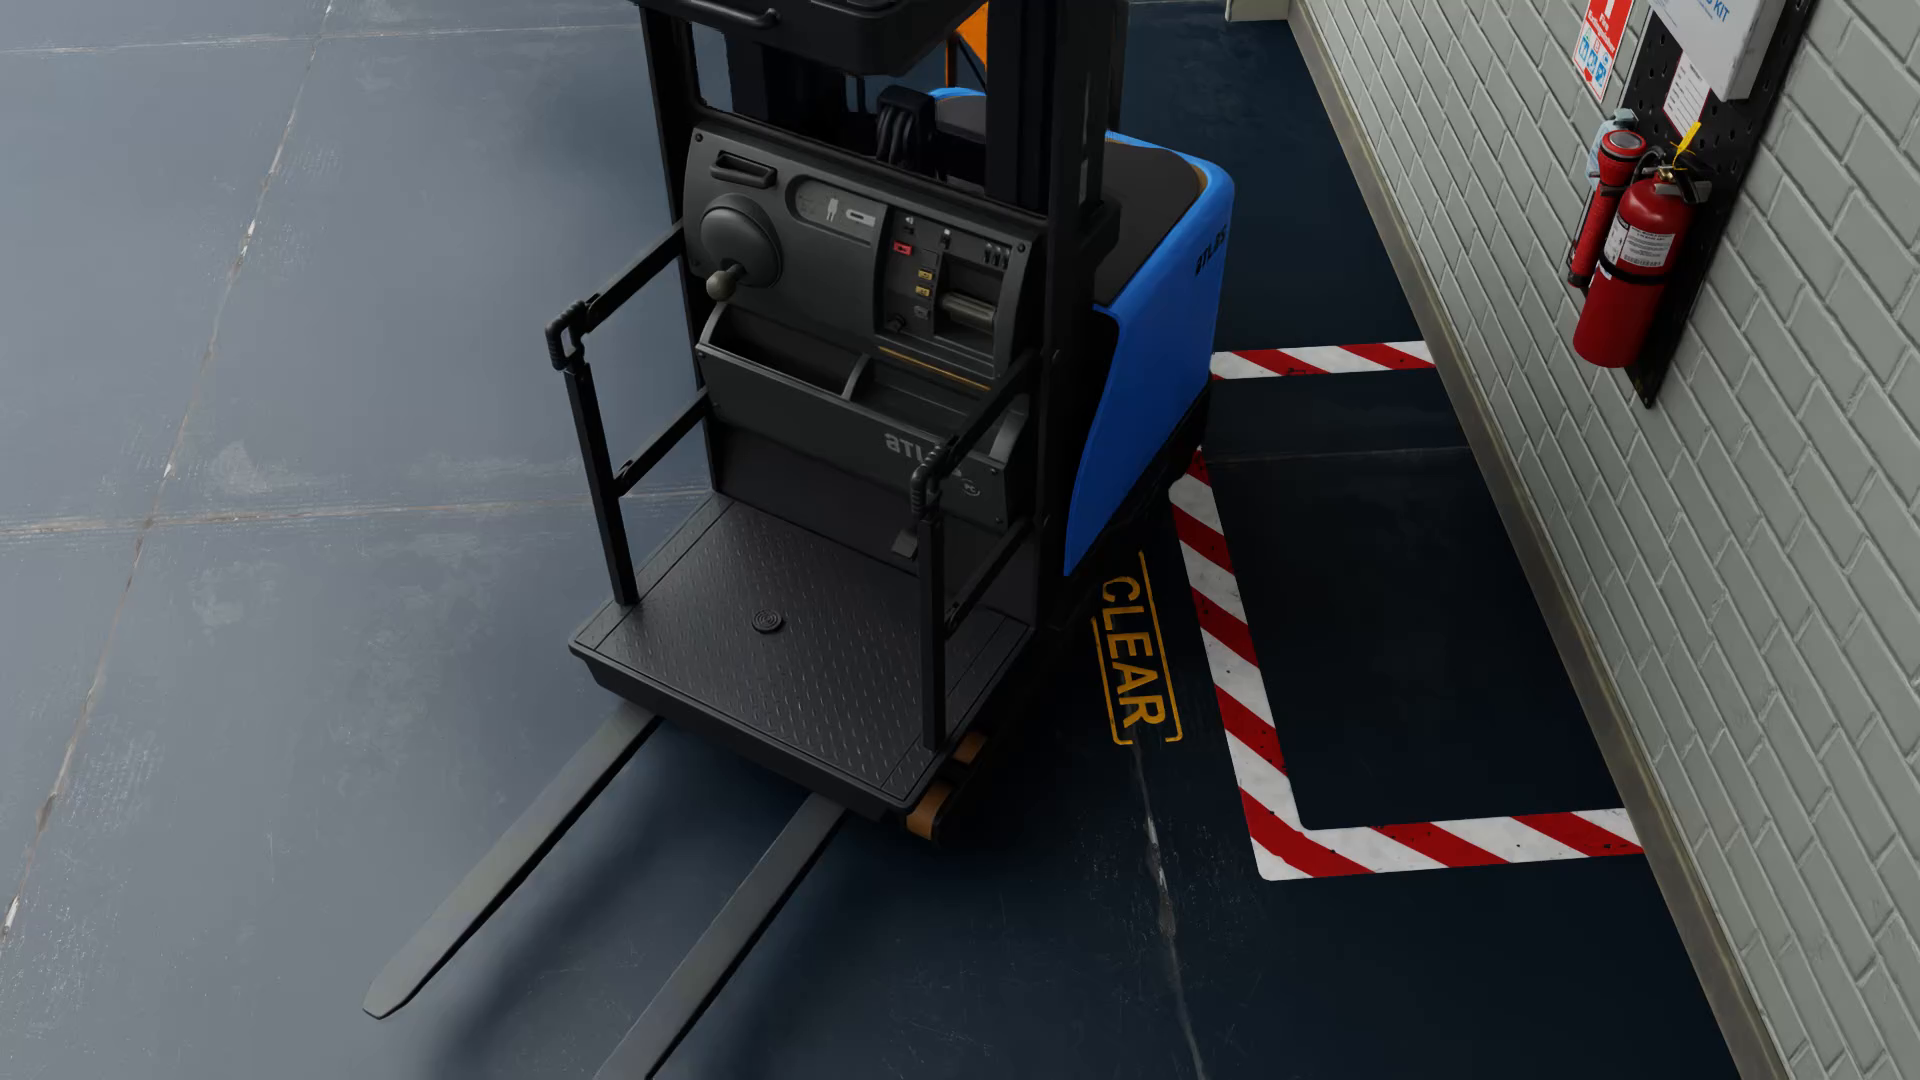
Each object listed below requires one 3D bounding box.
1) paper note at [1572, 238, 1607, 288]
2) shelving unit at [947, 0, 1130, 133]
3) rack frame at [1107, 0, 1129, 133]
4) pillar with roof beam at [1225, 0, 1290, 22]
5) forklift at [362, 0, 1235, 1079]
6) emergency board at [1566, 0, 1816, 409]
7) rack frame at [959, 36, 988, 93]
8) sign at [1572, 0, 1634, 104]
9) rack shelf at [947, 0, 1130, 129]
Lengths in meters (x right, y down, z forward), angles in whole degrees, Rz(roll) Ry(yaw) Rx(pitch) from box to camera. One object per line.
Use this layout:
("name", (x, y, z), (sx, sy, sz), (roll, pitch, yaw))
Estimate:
("paper note", (1.721, -0.785, 4.534), (0.016, 0.148, 0.142), (-3, 47, -3))
("shelving unit", (0.236, -1.615, 5.333), (0.431, 2.100, 0.503), (-16, 49, -15))
("rack frame", (0.328, -1.451, 5.178), (0.400, 2.100, 0.015), (-16, 49, -15))
("pillar with roof beam", (-2.956, -5.308, 4.079), (9.100, 9.000, 0.400), (-3, 47, -3))
("forklift", (-0.362, -0.587, 3.788), (1.130, 2.935, 3.031), (23, 51, 20))
("emergency board", (1.667, -0.956, 4.089), (0.194, 1.169, 0.643), (-3, 47, -3))
("rack frame", (0.145, -1.779, 5.489), (0.400, 2.100, 0.015), (-16, 49, -15))
("sign", (1.724, -1.374, 4.461), (0.001, 0.329, 0.234), (-3, 47, -3))
("rack shelf", (0.236, -1.606, 5.343), (0.431, 0.518, 0.480), (-16, 49, -15))
